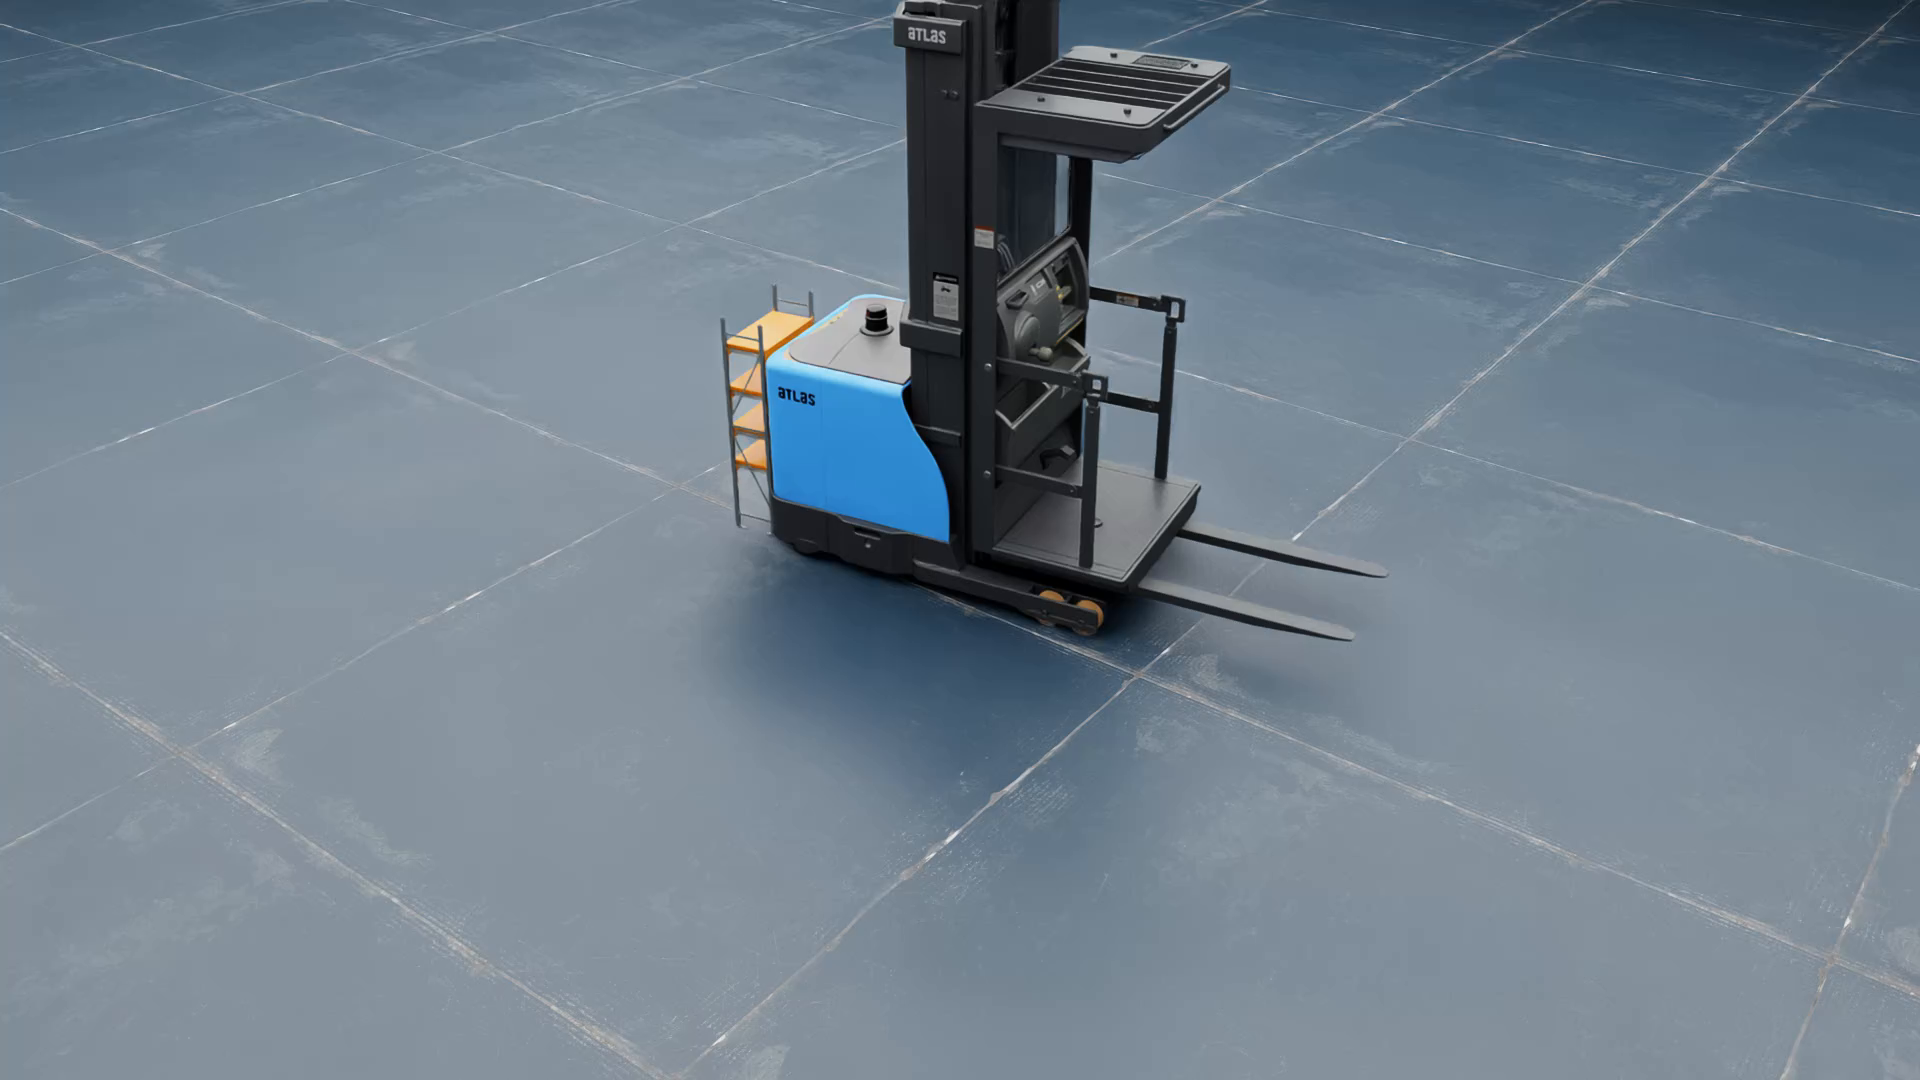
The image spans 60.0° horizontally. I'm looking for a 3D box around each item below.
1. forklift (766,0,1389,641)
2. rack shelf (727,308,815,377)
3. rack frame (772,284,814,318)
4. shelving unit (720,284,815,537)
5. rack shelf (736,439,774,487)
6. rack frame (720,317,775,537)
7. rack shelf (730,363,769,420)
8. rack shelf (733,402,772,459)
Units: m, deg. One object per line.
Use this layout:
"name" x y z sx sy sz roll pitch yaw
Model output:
"forklift" 0.578 -1.113 7.752 3.031 2.935 1.130 14 34 23
"rack shelf" -0.975 -1.014 8.513 0.258 0.148 0.480 14 33 22
"rack frame" -0.867 -0.787 8.902 0.240 1.200 0.015 14 33 22
"shelving unit" -0.975 -0.676 8.713 0.258 1.200 0.503 14 33 22
"rack shelf" -0.975 -0.447 8.849 0.258 0.148 0.480 14 33 22
"rack frame" -1.083 -0.564 8.525 0.240 1.200 0.015 14 33 22
"rack shelf" -0.975 -0.810 8.634 0.258 0.148 0.480 14 33 22
"rack shelf" -0.975 -0.618 8.748 0.258 0.148 0.480 14 33 22
